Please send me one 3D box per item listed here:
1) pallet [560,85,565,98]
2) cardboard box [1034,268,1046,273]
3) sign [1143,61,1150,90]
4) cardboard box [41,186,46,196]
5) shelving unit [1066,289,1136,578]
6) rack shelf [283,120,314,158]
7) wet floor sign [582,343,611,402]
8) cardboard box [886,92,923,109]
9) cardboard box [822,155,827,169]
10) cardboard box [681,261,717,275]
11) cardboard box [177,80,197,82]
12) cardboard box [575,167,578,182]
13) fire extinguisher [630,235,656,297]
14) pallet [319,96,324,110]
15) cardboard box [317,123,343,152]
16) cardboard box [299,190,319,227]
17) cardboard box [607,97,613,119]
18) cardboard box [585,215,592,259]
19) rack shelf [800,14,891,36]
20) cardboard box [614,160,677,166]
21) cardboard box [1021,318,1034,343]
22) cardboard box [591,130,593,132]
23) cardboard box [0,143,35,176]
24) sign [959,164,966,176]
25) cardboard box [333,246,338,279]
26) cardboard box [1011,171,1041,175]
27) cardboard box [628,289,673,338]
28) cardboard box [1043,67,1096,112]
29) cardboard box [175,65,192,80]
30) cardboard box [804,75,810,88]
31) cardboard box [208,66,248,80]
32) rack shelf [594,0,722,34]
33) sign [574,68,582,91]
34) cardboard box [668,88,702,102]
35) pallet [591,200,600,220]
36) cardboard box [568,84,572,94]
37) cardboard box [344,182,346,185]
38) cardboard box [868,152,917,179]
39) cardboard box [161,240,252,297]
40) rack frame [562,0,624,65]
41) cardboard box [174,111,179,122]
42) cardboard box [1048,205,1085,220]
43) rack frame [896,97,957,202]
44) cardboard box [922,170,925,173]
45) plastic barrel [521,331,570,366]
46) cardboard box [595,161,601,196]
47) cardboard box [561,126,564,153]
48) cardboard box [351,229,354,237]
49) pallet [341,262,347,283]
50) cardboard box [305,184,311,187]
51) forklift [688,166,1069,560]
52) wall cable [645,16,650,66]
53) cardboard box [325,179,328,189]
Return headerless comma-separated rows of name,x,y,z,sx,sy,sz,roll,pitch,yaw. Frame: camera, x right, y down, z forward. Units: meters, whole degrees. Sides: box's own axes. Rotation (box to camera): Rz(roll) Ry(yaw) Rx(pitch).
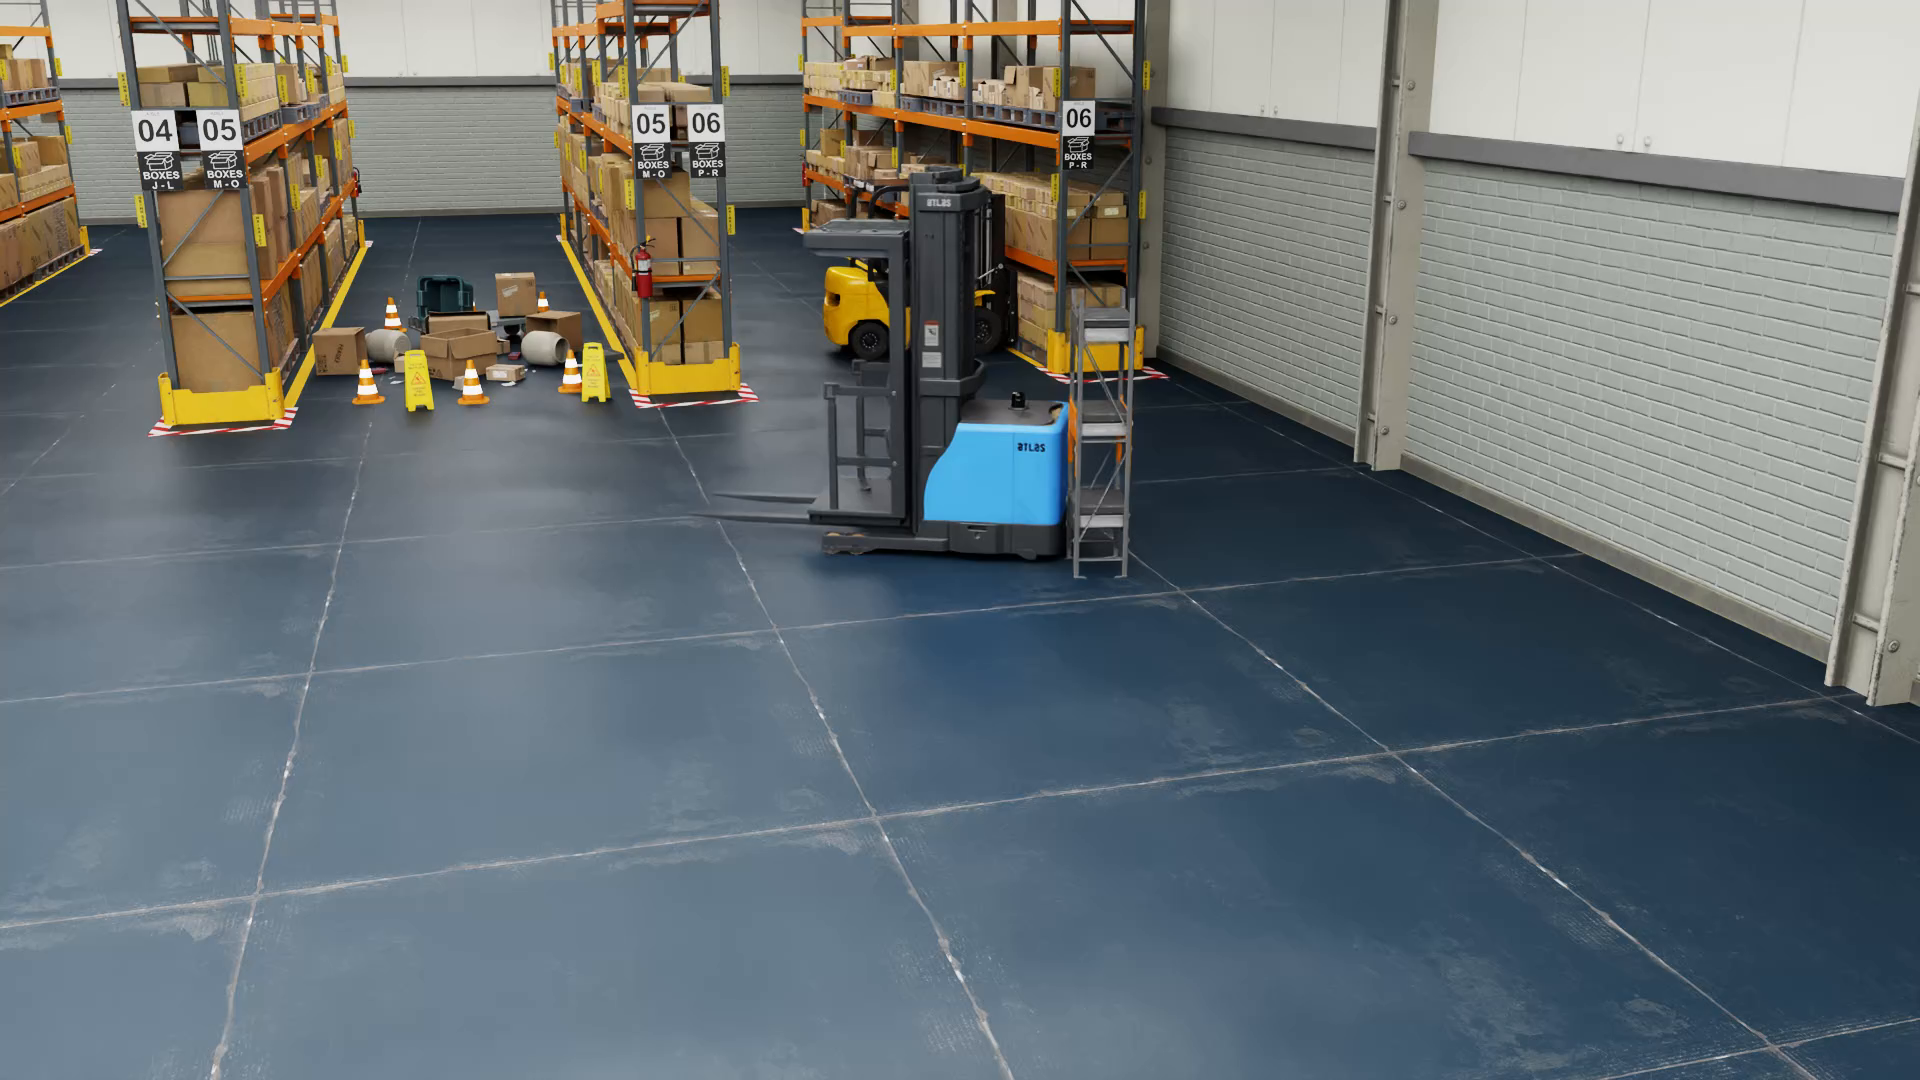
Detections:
pallet,-6.959,-8.433,31.251,1.003,0.211,1.213,-5,17,-15
cardboard box,1.304,-3.479,22.131,0.500,0.250,0.500,-5,17,-16
sign,2.192,-5.484,19.624,0.100,0.325,0.005,-5,17,-15
cardboard box,-16.059,-6.037,28.773,0.380,0.149,0.250,-4,17,-15
shelving unit,1.044,-0.793,12.443,0.431,2.100,0.503,-1,17,-3
rack shelf,-9.495,-5.488,22.543,1.077,0.370,4.000,-5,17,-15
wet floor sign,-4.091,-1.890,18.624,0.267,0.644,0.232,1,17,4
cardboard box,-0.916,-7.249,27.417,0.500,0.250,0.500,-5,18,-17
cardboard box,-2.433,-7.479,32.880,0.500,0.250,0.500,-5,17,-17
cardboard box,-3.009,-3.145,19.145,0.380,0.149,0.250,-5,17,-15
cardboard box,-8.386,-4.744,17.656,0.500,0.250,0.500,-5,17,-15
cardboard box,-6.280,-6.214,28.318,0.500,0.250,0.500,-4,17,-15
fire extinguisher,-3.527,-3.050,18.526,0.296,0.674,0.183,-5,17,-15
pallet,-10.789,-6.936,26.441,1.213,0.211,1.003,-5,17,-15
cardboard box,-11.300,-7.152,29.620,0.500,0.500,0.500,-4,17,-14
cardboard box,-9.527,-4.755,23.895,0.500,0.500,0.500,-5,17,-15
cardboard box,-4.081,-5.344,20.558,0.500,0.250,0.500,-5,17,-15
cardboard box,-6.165,-5.493,29.487,0.875,0.875,0.875,-4,17,-14
rack shelf,-2.191,-9.948,32.184,1.077,0.370,4.000,-5,17,-15
cardboard box,-3.840,-4.371,20.360,0.700,0.500,0.500,-5,17,-16
cardboard box,1.096,-2.676,21.197,0.500,0.250,0.500,-5,17,-15
cardboard box,-6.771,-7.453,30.012,0.380,0.149,0.250,-4,17,-14
cardboard box,-15.955,-6.410,28.018,0.500,0.500,0.500,-5,17,-15
sign,0.038,-5.126,23.428,0.100,0.325,0.005,-5,17,-15
cardboard box,-10.281,-4.449,26.664,0.500,0.500,0.500,-5,17,-17
cardboard box,0.936,-5.092,23.370,0.380,0.149,0.250,-5,17,-15
cardboard box,-3.732,-2.744,20.118,0.500,0.500,0.500,-4,17,-13
cardboard box,1.301,-5.385,19.874,0.500,0.500,0.500,-4,17,-13
cardboard box,-8.614,-5.101,18.153,0.380,0.149,0.250,-5,17,-16
cardboard box,-2.881,-9.337,33.852,0.500,0.250,0.500,-5,17,-16
cardboard box,-7.771,-4.941,17.619,0.380,0.149,0.250,-5,17,-16
rack shelf,-3.665,-6.235,19.824,1.077,0.370,4.000,-5,17,-15
sign,-5.849,-7.049,25.453,0.100,0.325,0.005,-5,17,-15
cardboard box,-3.101,-5.036,18.841,0.380,0.149,0.250,-5,17,-15
pallet,-5.015,-5.087,25.508,1.213,0.211,1.003,-5,17,-15
cardboard box,-6.401,-7.623,28.076,0.380,0.166,0.250,-6,18,-19
cardboard box,-11.630,-6.690,30.945,0.380,0.149,0.250,-6,18,-18
cardboard box,-1.168,-6.449,28.798,0.797,0.503,0.637,-5,17,-17
cardboard box,-7.992,-2.907,17.654,0.875,0.550,0.550,-5,17,-15
rack frame,-6.413,-9.348,28.929,1.000,3.000,0.127,-5,17,-15
cardboard box,-8.264,-4.366,17.093,0.380,0.149,0.250,-5,17,-15
cardboard box,1.292,-3.981,20.189,0.380,0.149,0.250,-4,17,-14
rack frame,-0.542,-5.761,27.418,1.000,3.000,0.127,-5,17,-15
cardboard box,-0.373,-5.652,25.754,0.380,0.149,0.250,-4,17,-14
plastic barrel,-5.138,-2.373,20.616,0.512,0.421,0.421,7,18,23
cardboard box,-5.110,-5.327,24.550,0.500,0.500,0.500,-4,17,-14
cardboard box,-7.356,-7.668,31.854,0.500,0.500,0.500,-5,17,-16
cardboard box,-11.525,-5.731,31.024,0.380,0.149,0.250,-4,17,-14
pallet,-10.929,-4.504,28.081,1.003,0.211,1.213,-5,17,-15
cardboard box,-9.985,-5.321,25.143,0.380,0.149,0.250,-4,17,-13
forklift,-0.645,-1.430,13.119,3.031,2.935,1.130,3,17,9
wall cable,-5.933,-12.292,38.665,2.988,3.039,0.133,-5,17,-15
cardboard box,-10.706,-5.901,27.589,0.380,0.149,0.250,-5,17,-15
